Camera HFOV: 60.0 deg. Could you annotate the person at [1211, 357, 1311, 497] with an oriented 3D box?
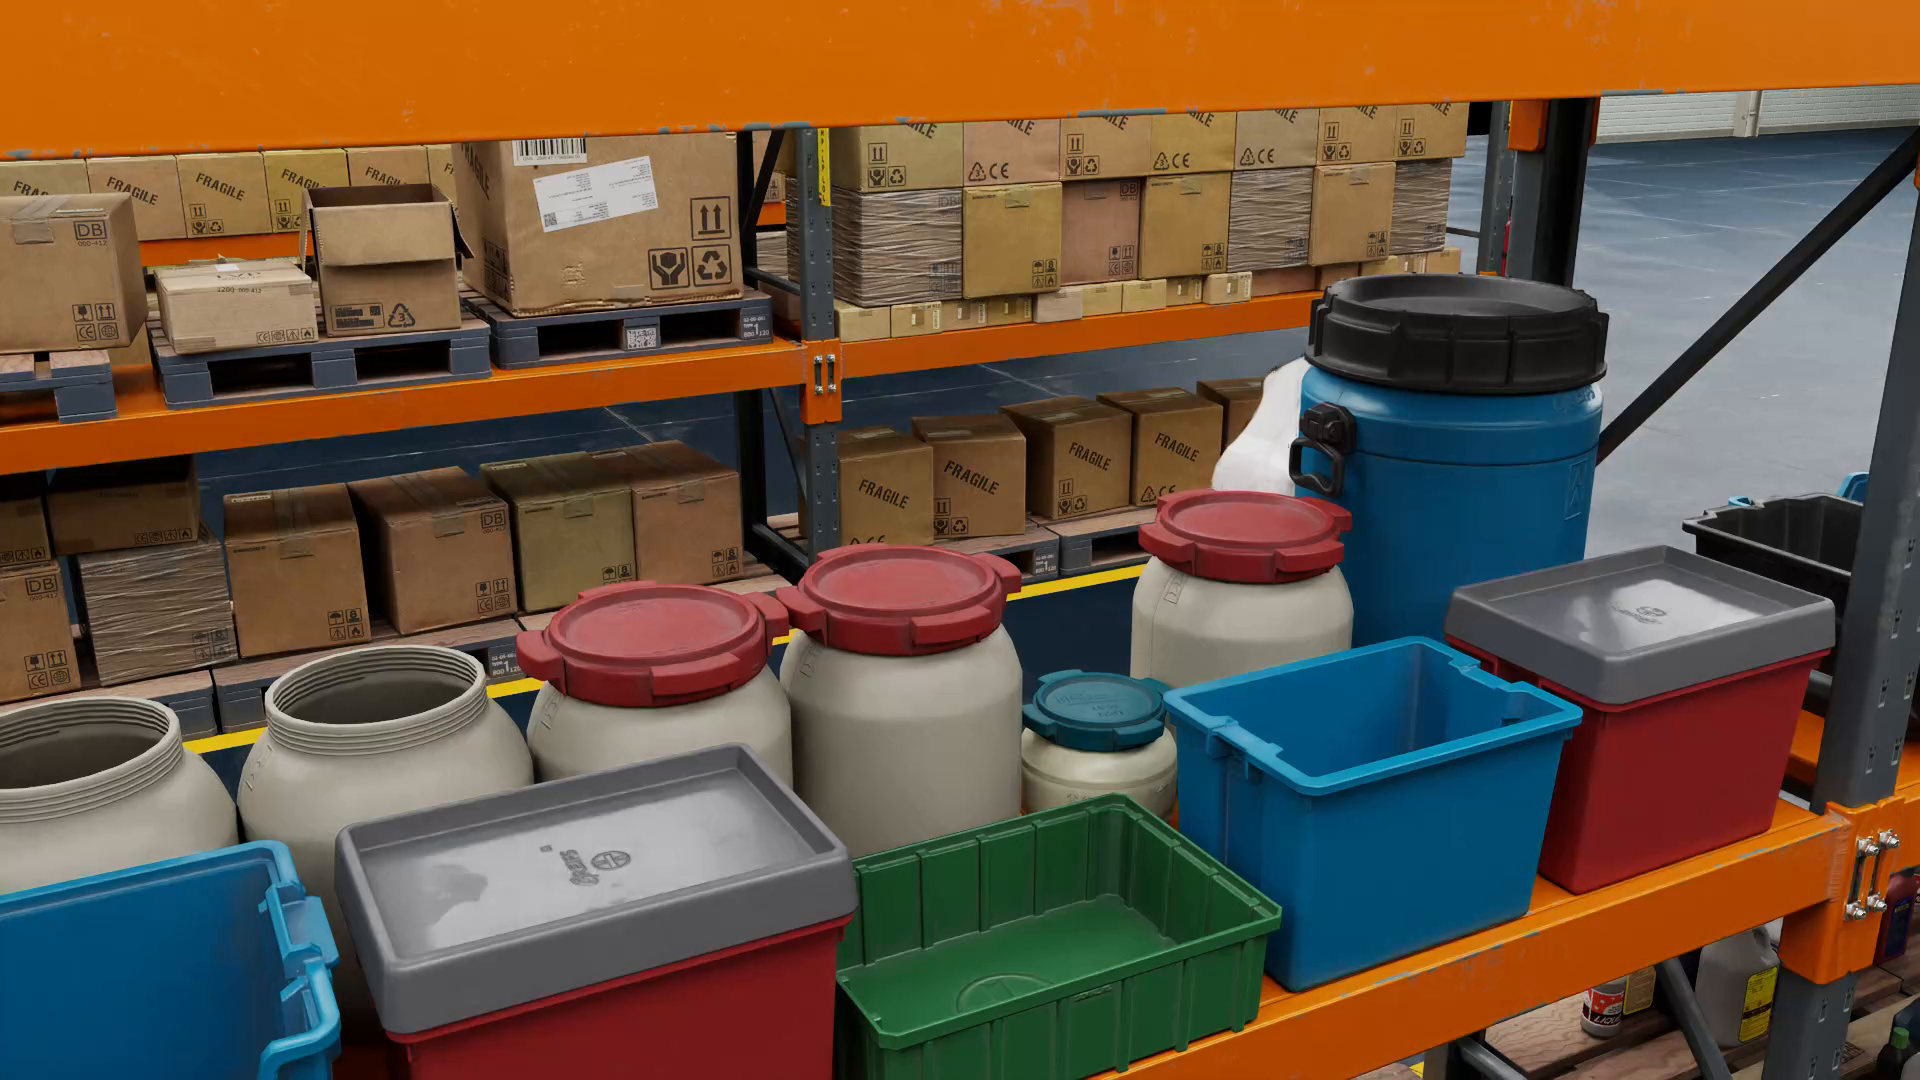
[{"bbox_3d":[1.342,-0.104,6.586,0.739,1.628,0.486,-10,21,-28],"label":"person"}]
